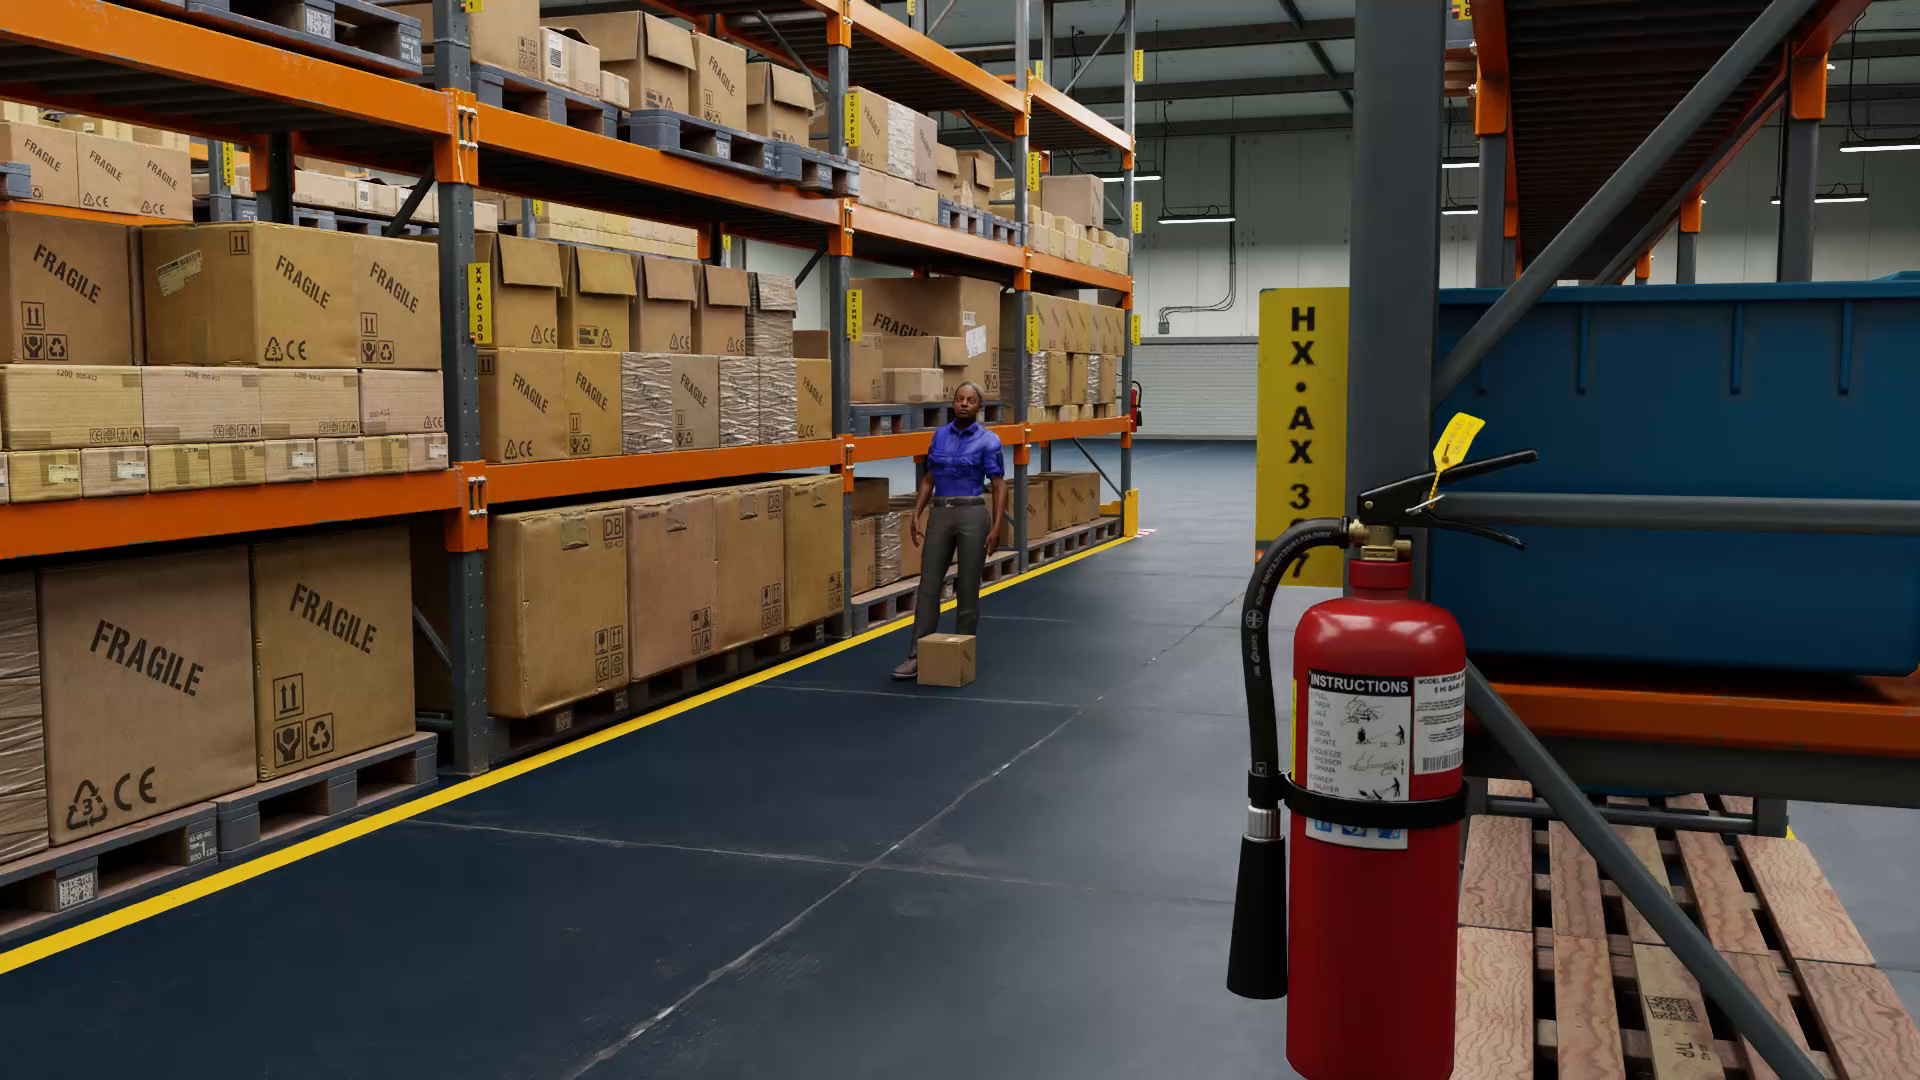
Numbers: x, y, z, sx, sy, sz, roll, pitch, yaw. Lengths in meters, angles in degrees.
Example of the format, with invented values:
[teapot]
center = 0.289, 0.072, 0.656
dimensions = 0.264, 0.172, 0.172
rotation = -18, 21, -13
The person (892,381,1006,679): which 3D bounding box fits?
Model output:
[person]
center = -0.049, -0.059, 9.325
dimensions = 0.570, 1.654, 0.504
rotation = 2, 6, 21
